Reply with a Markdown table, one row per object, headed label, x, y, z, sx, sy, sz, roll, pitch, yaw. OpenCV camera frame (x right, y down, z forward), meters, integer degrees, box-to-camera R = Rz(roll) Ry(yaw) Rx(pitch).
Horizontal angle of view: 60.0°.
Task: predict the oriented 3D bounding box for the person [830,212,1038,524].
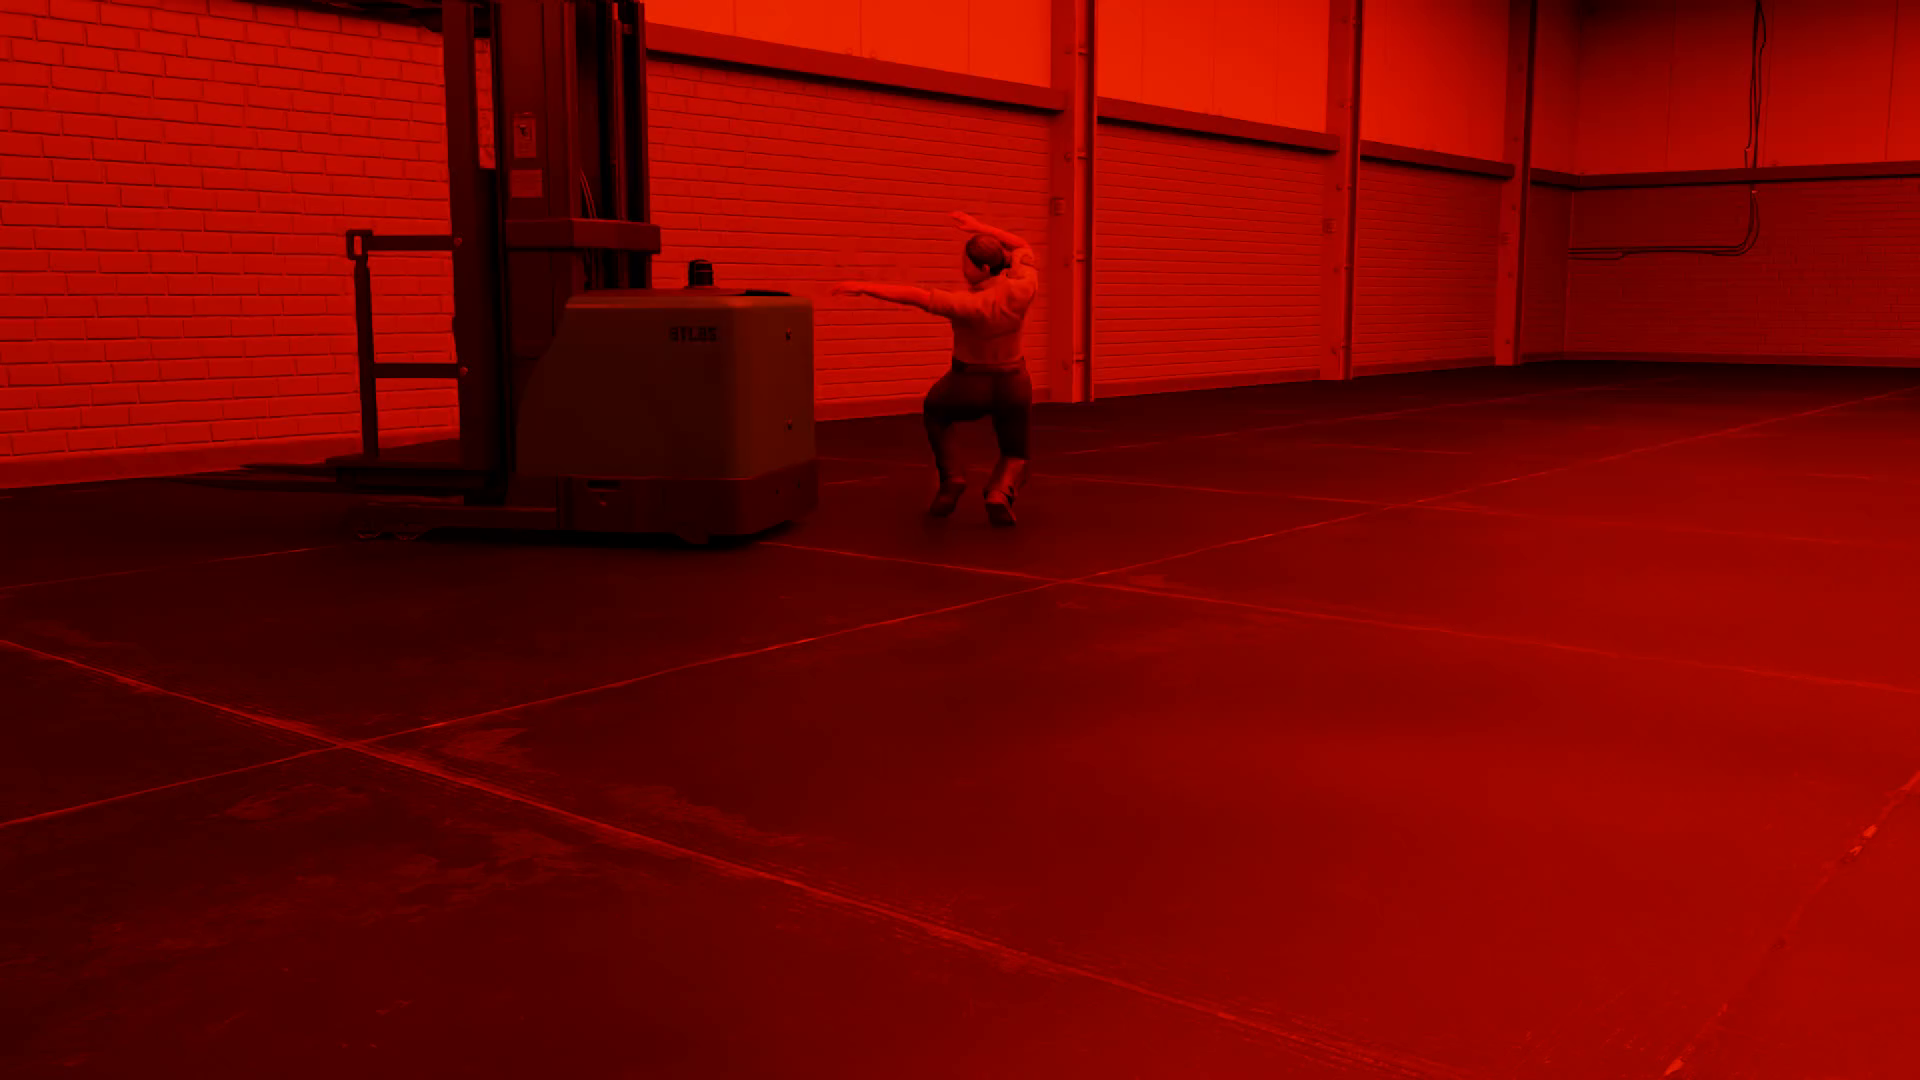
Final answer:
| label | x | y | z | sx | sy | sz | roll | pitch | yaw |
| --- | --- | --- | --- | --- | --- | --- | --- | --- | --- |
| person | -0.150 | -0.813 | 7.995 | 1.021 | 1.509 | 0.815 | -2 | 8 | -11 |

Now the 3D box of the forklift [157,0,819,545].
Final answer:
| label | x | y | z | sx | sy | sz | roll | pitch | yaw |
| --- | --- | --- | --- | --- | --- | --- | --- | --- | --- |
| forklift | -2.249 | -1.518 | 7.659 | 3.031 | 2.935 | 1.130 | 2 | 9 | 13 |
